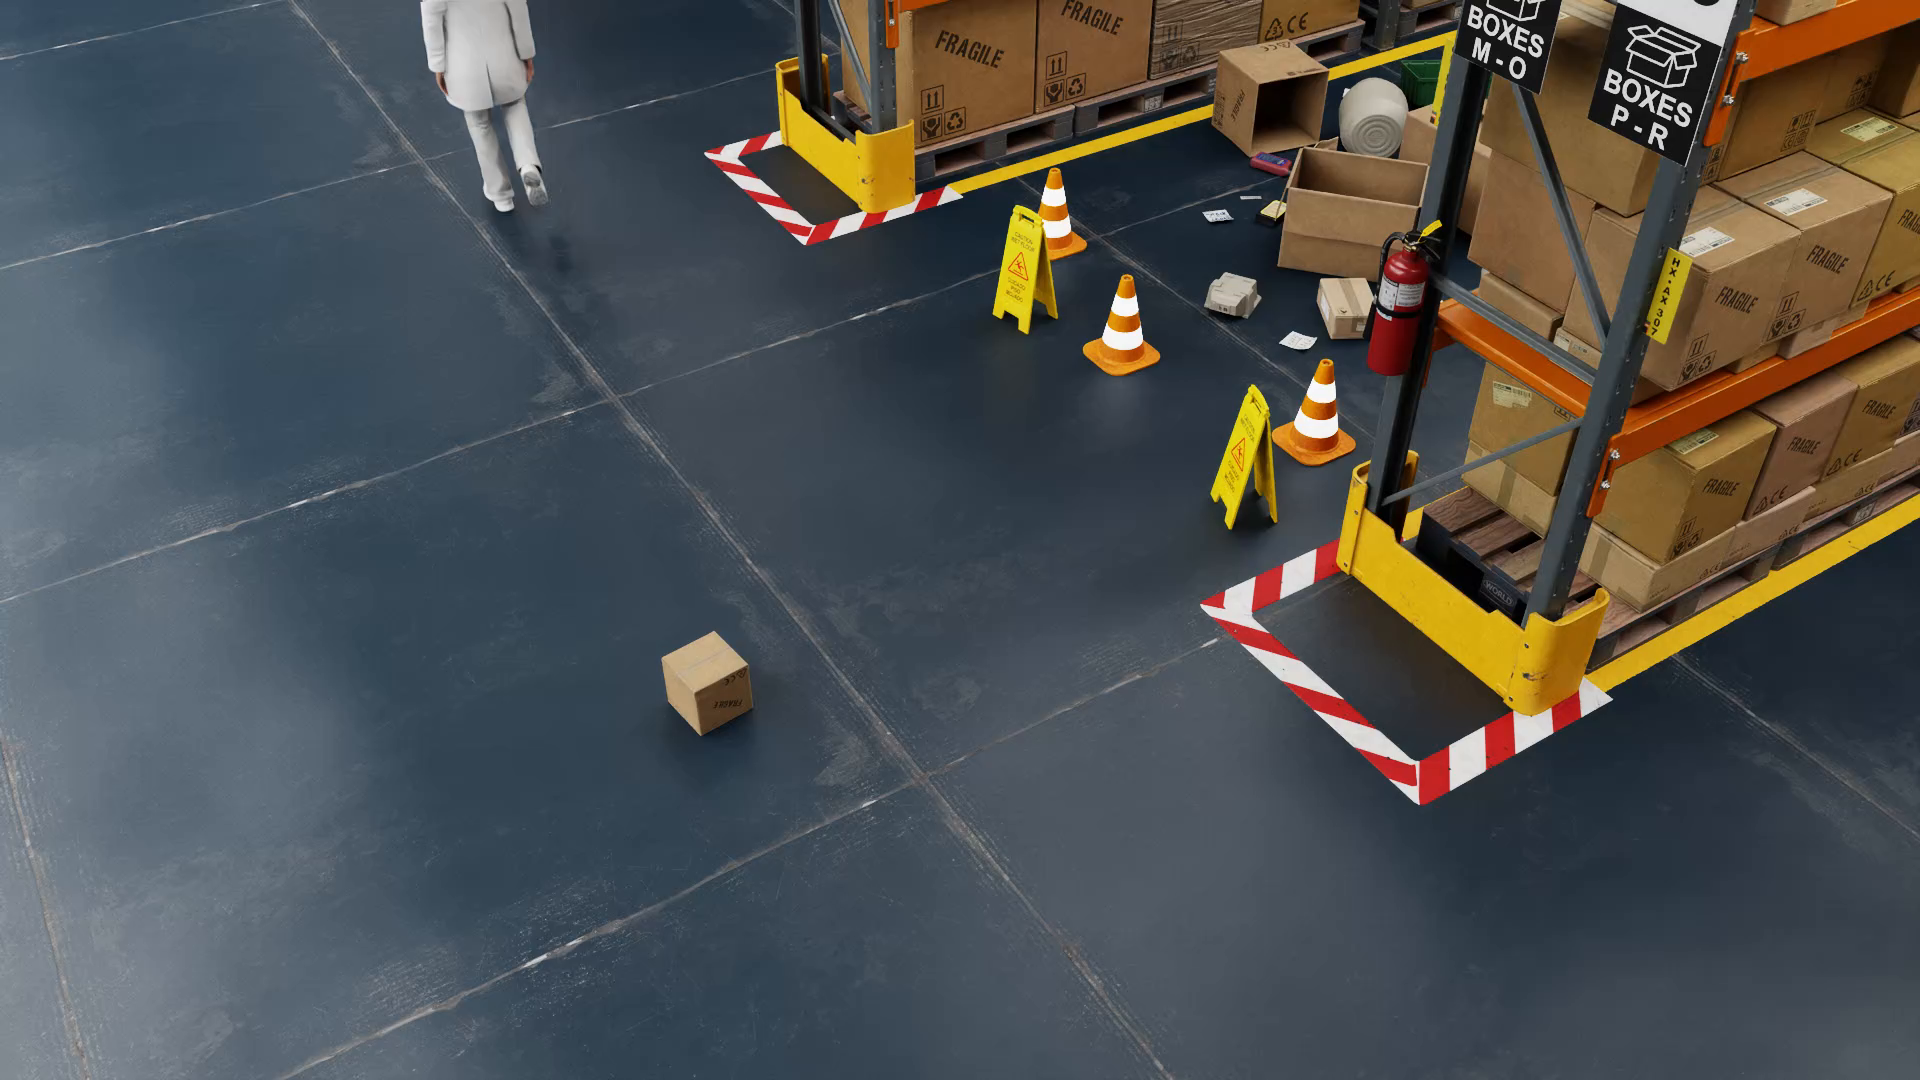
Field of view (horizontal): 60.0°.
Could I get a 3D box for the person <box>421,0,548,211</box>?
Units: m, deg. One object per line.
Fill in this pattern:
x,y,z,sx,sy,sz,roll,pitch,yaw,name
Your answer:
-2.659,-2.663,9.276,0.585,1.774,0.560,-19,44,-21,person
